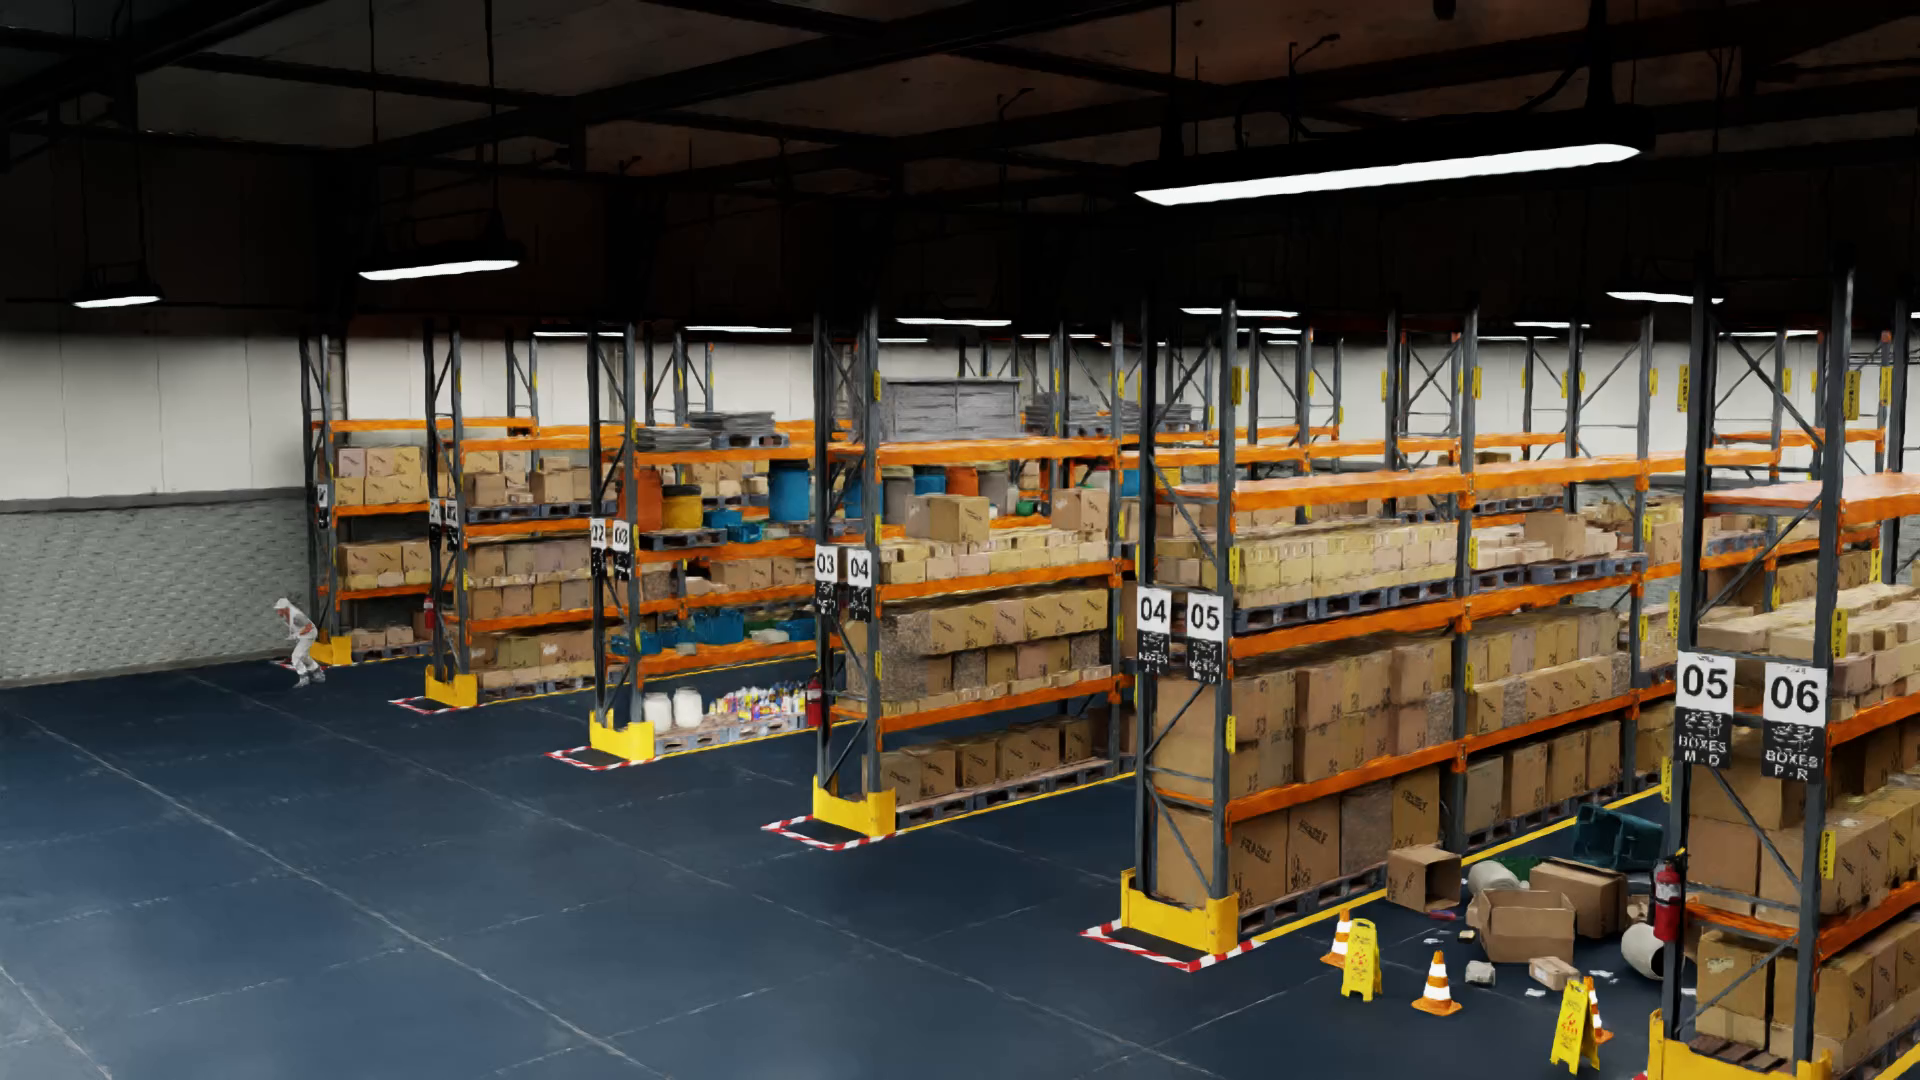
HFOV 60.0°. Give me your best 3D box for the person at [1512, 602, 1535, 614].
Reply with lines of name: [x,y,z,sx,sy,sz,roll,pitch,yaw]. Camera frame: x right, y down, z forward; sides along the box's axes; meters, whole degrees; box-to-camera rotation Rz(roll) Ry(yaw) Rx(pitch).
person: [8.968,1.664,26.287,0.739,1.693,0.860,5,8,43]

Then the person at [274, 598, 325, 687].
person: [-10.846,1.663,27.382,0.671,1.523,0.969,5,8,41]
